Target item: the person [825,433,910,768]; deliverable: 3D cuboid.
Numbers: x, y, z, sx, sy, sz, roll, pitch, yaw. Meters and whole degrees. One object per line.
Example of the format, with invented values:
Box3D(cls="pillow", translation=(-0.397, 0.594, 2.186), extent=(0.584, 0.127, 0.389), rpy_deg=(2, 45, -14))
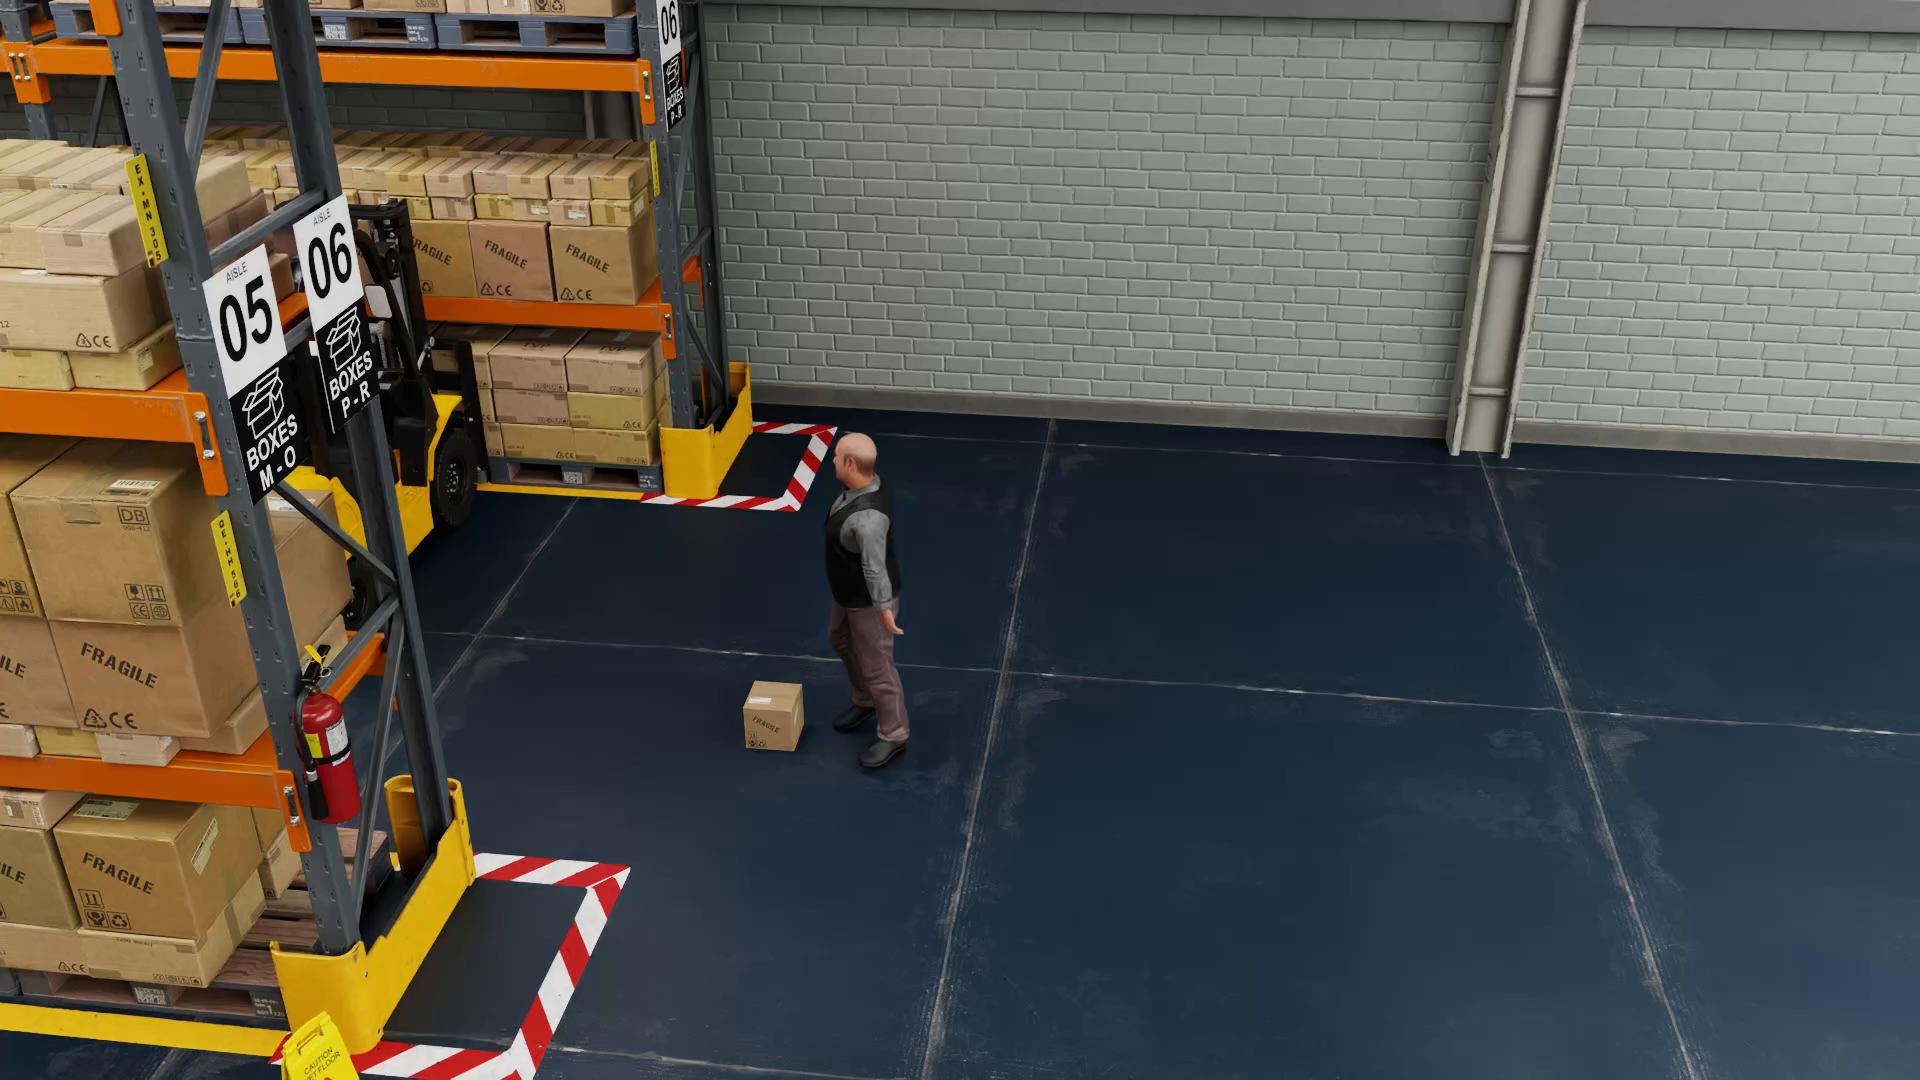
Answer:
Box3D(cls="person", translation=(-0.465, 0.259, 8.133), extent=(0.381, 1.751, 0.638), rpy_deg=(-4, 29, -8))
